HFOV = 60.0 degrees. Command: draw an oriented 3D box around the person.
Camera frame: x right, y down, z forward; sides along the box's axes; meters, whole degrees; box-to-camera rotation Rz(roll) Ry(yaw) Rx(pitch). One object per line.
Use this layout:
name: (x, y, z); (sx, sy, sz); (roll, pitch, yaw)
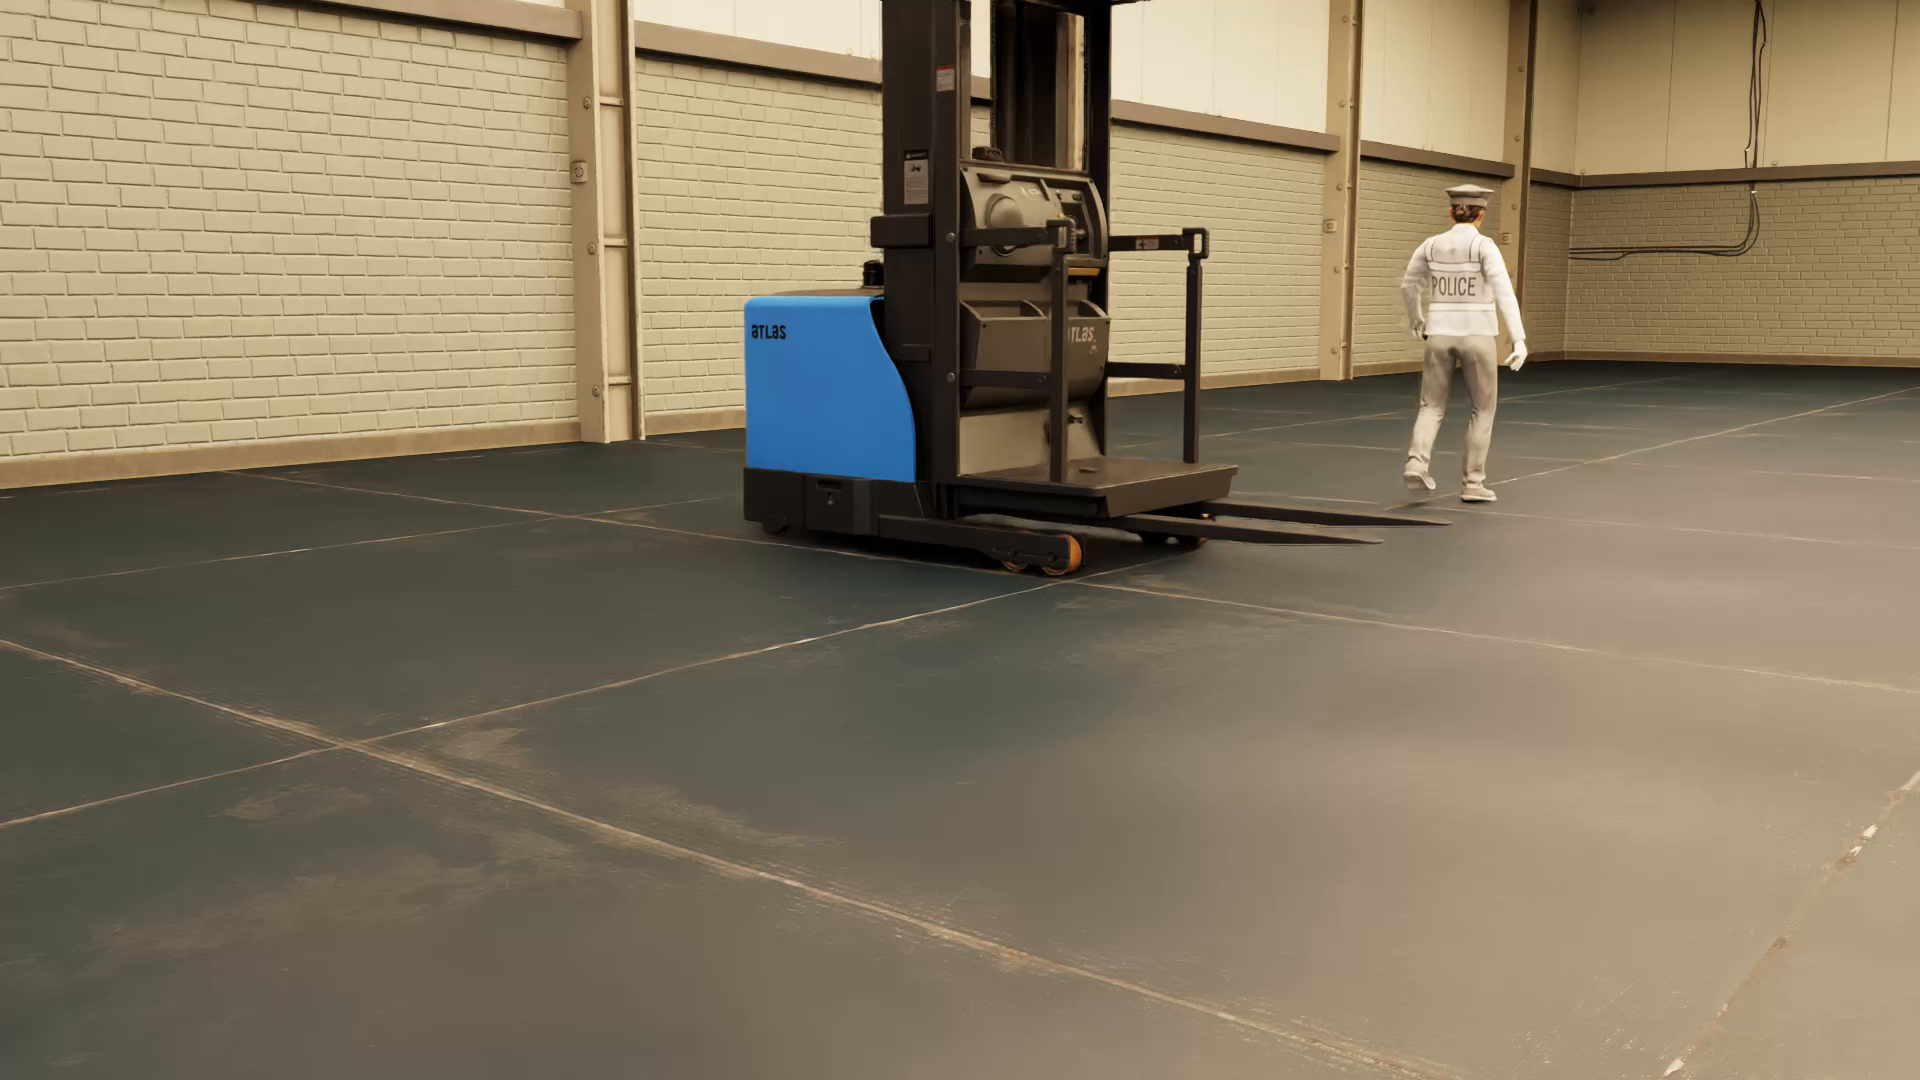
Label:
person: (2.618, -1.013, 8.671); (0.787, 1.651, 0.638); (6, 11, 38)

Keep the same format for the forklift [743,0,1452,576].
forklift: (0.482, -1.396, 6.820); (3.031, 2.935, 1.130); (7, 11, 38)
